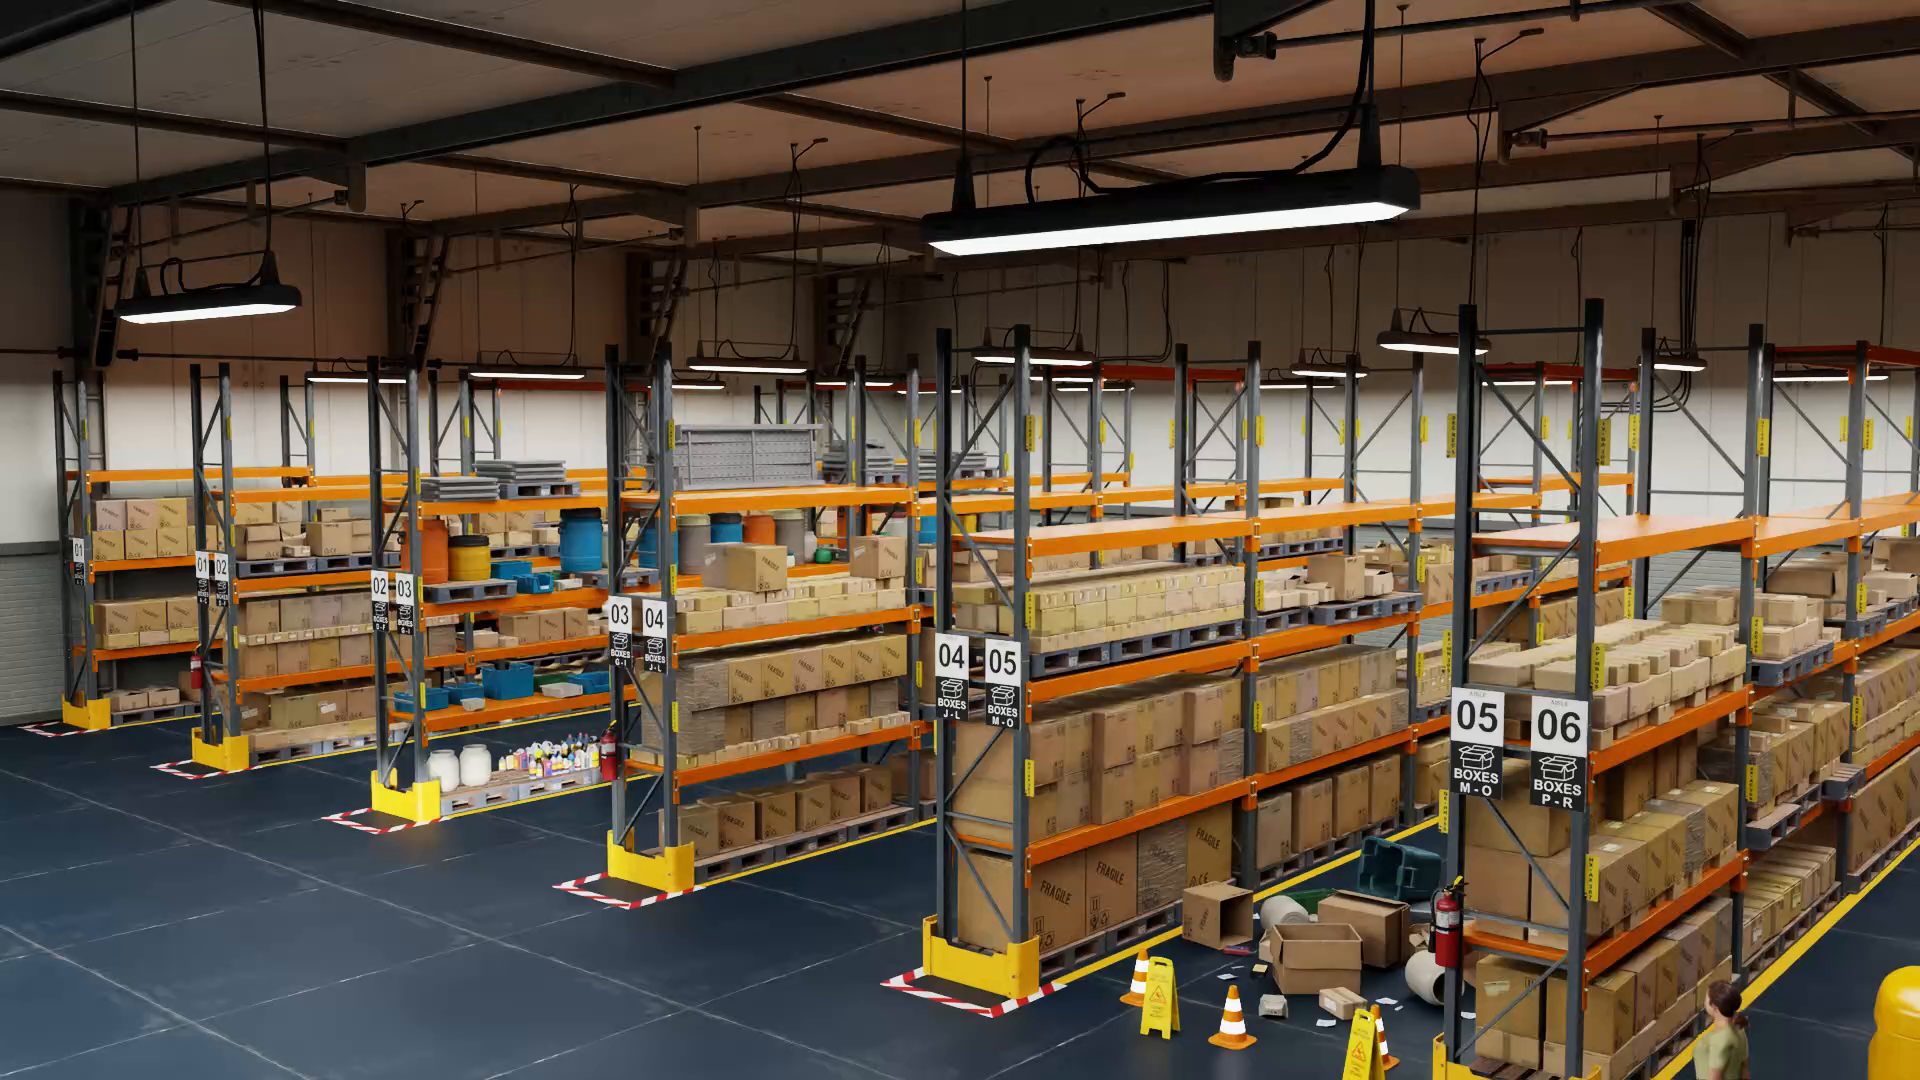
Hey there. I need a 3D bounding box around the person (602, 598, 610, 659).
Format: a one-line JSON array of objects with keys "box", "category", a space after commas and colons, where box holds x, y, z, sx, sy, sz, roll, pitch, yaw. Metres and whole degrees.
[{"box": [-7.156, 1.840, 34.286, 0.422, 1.703, 0.471, 0, 4, -7], "category": "person"}]

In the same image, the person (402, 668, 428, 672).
[{"box": [-9.695, 2.194, 29.602, 0.516, 1.688, 0.358, -3, 5, -34], "category": "person"}]

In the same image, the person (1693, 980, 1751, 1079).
[{"box": [4.799, 3.584, 10.452, 0.984, 1.634, 0.424, 1, 4, 14], "category": "person"}]

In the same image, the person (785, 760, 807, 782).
[{"box": [-2.312, 2.616, 22.969, 0.360, 1.791, 0.664, 3, 5, 35], "category": "person"}]
